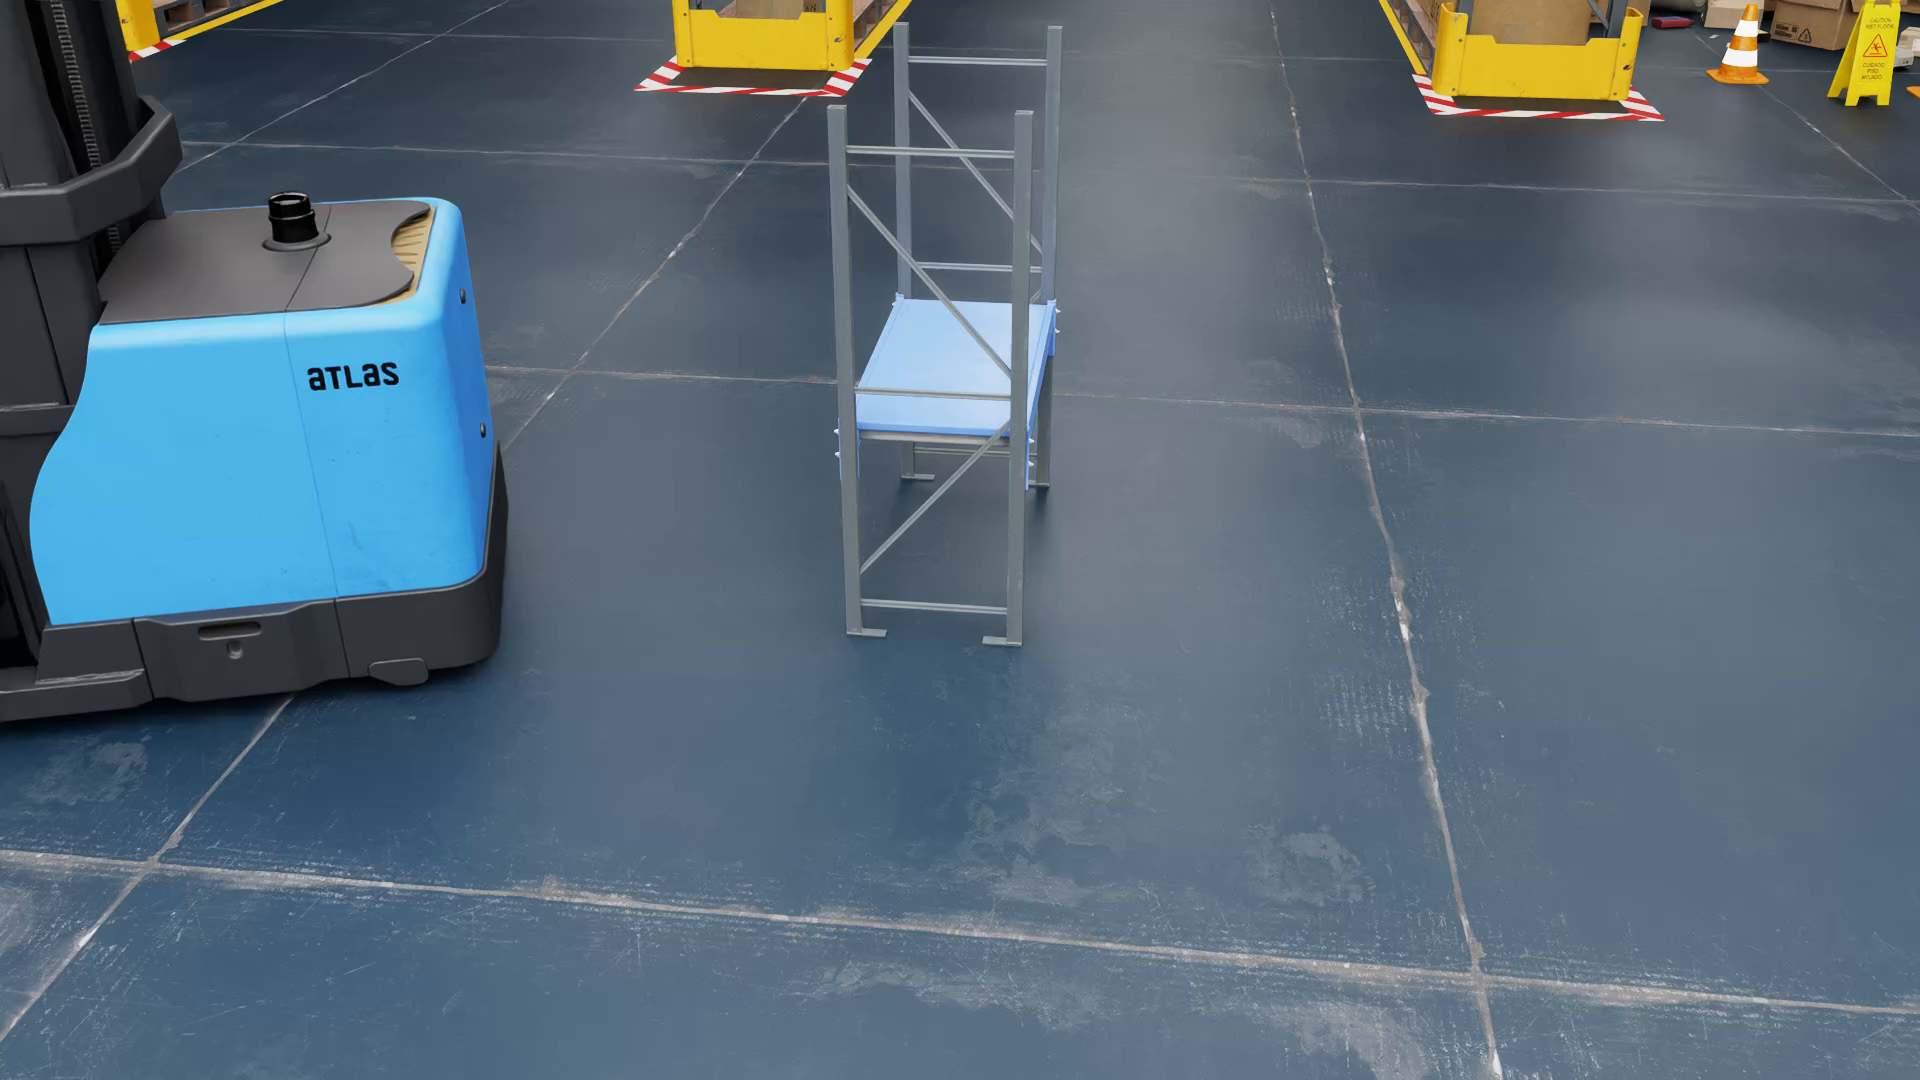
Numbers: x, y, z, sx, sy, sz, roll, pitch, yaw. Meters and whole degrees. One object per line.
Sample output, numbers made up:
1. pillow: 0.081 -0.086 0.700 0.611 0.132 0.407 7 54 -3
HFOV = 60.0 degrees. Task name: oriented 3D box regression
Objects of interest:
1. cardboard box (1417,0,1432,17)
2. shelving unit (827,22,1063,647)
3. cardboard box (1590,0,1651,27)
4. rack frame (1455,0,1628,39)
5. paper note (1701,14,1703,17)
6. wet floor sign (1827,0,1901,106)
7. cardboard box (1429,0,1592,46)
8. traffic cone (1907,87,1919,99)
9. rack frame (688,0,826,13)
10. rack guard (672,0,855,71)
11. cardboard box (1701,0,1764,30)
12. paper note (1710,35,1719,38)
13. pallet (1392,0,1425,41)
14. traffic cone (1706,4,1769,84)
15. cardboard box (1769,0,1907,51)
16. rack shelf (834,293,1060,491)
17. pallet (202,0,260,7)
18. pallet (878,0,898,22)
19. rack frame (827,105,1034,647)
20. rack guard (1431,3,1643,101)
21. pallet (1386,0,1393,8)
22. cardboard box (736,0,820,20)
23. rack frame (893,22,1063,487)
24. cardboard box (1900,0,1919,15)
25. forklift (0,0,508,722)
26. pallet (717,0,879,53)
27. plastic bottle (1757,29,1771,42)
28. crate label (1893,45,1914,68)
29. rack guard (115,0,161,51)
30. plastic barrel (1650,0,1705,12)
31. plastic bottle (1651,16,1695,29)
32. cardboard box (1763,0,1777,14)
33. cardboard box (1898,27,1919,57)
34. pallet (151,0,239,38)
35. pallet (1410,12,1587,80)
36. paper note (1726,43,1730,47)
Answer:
1. cardboard box: 3.716 -4.153 11.594 0.875 0.875 0.875 3 28 5
2. shelving unit: -0.010 -0.620 4.820 0.538 1.500 1.048 3 28 6
3. cardboard box: 4.911 -4.160 12.441 0.500 0.500 0.500 8 29 15
4. rack frame: 3.592 -4.166 9.821 1.000 3.000 0.127 3 28 6
5. paper note: 5.732 -3.993 12.638 0.172 0.023 0.155 14 31 24
6. wet floor sign: 5.554 -3.001 10.140 0.267 0.644 0.232 -1 28 -3
7. cardboard box: 3.610 -3.739 10.825 0.875 0.875 0.875 4 29 6
8. traffic cone: 6.147 -2.991 10.314 0.336 0.463 0.334 3 28 6
9. rack frame: -1.318 -4.502 10.444 1.000 3.000 0.127 3 28 6
10. rack guard: -1.309 -3.437 11.103 1.175 0.500 0.348 3 28 6
11. cardboard box: 5.700 -3.929 12.264 0.396 0.266 0.258 8 29 15
12. paper note: 5.426 -3.623 11.964 0.032 0.001 0.123 20 34 32
13. pallet: 3.765 -3.892 12.252 1.003 0.211 1.213 3 28 6
14. traffic cone: 5.067 -3.217 10.733 0.336 0.463 0.334 3 28 6
15. cardboard box: 6.220 -3.801 11.775 0.797 0.503 0.637 -17 33 -29
16. rack shelf: -0.010 -0.462 4.905 0.538 0.185 1.000 3 28 6
17. pallet: -6.014 -4.556 13.484 1.003 0.211 1.213 3 28 6
18. pallet: -1.022 -4.263 12.941 1.003 0.211 1.213 3 28 6
19. rack frame: -0.073 -0.381 4.376 0.500 1.500 0.032 3 28 6
20. rack guard: 3.589 -3.055 10.393 1.175 0.500 0.348 3 28 6
21. pallet: 3.912 -4.468 13.321 1.003 0.211 1.213 3 28 6
22. cardboard box: -1.225 -3.880 11.481 0.500 0.500 0.500 9 30 16
23. rack frame: 0.052 -0.859 5.264 0.500 1.500 0.032 3 28 6
24. cardboard box: 7.526 -4.284 12.673 0.500 0.500 0.500 -24 36 -37
25. forklift: -2.838 -0.994 4.005 3.031 2.935 1.130 -6 29 -10
26. pallet: -1.174 -3.691 11.878 1.003 0.211 1.213 3 28 6
27. plastic bottle: 5.665 -3.628 11.920 0.133 0.061 0.283 -6 29 -11
28. crate label: 6.181 -3.222 11.085 0.250 0.136 0.298 -11 30 -20
29. rack guard: -6.271 -3.728 11.643 1.175 0.500 0.348 3 28 6
30. plastic barrel: 5.466 -4.292 12.770 0.421 0.421 0.512 -24 36 -37
31. plastic bottle: 5.274 -3.825 12.286 0.283 0.061 0.133 -6 29 -11
32. cardboard box: 6.326 -4.302 12.561 0.797 0.637 0.503 3 28 6
33. cardboard box: 6.673 -3.405 11.414 0.380 0.149 0.250 20 34 32
34. pallet: -6.166 -3.983 12.421 1.003 0.211 1.213 3 28 6
35. pallet: 3.613 -3.320 11.189 1.003 0.211 1.213 3 28 6
36. paper note: 5.464 -3.478 11.676 0.144 0.017 0.142 14 31 24
